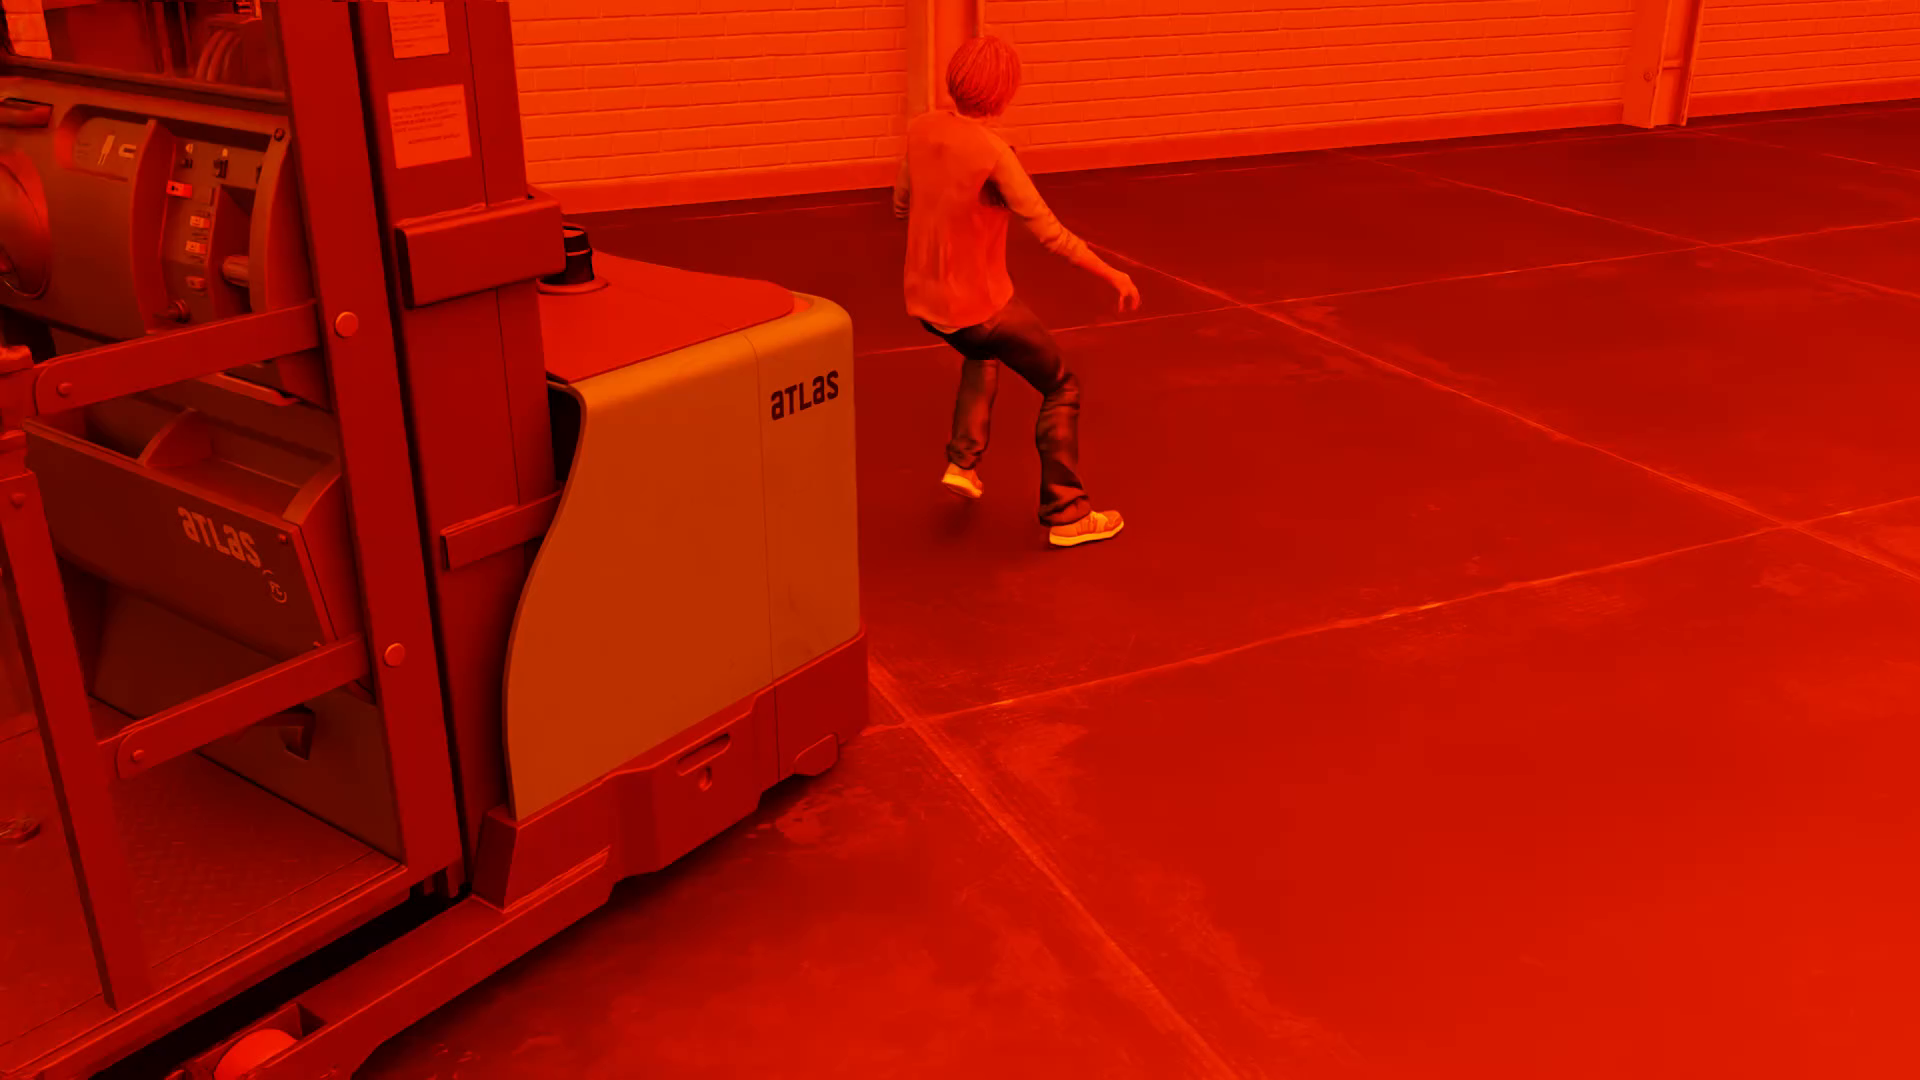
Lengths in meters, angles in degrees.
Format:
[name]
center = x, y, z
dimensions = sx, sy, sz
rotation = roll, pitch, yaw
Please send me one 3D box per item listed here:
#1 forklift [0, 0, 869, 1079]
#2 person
[forklift]
center = -1.492, -0.525, 2.549
dimensions = 1.130, 2.935, 3.031
rotation = 16, 27, 33
[person]
center = 0.134, -0.745, 4.959
dimensions = 0.513, 1.480, 0.684
rotation = -21, 30, -40
